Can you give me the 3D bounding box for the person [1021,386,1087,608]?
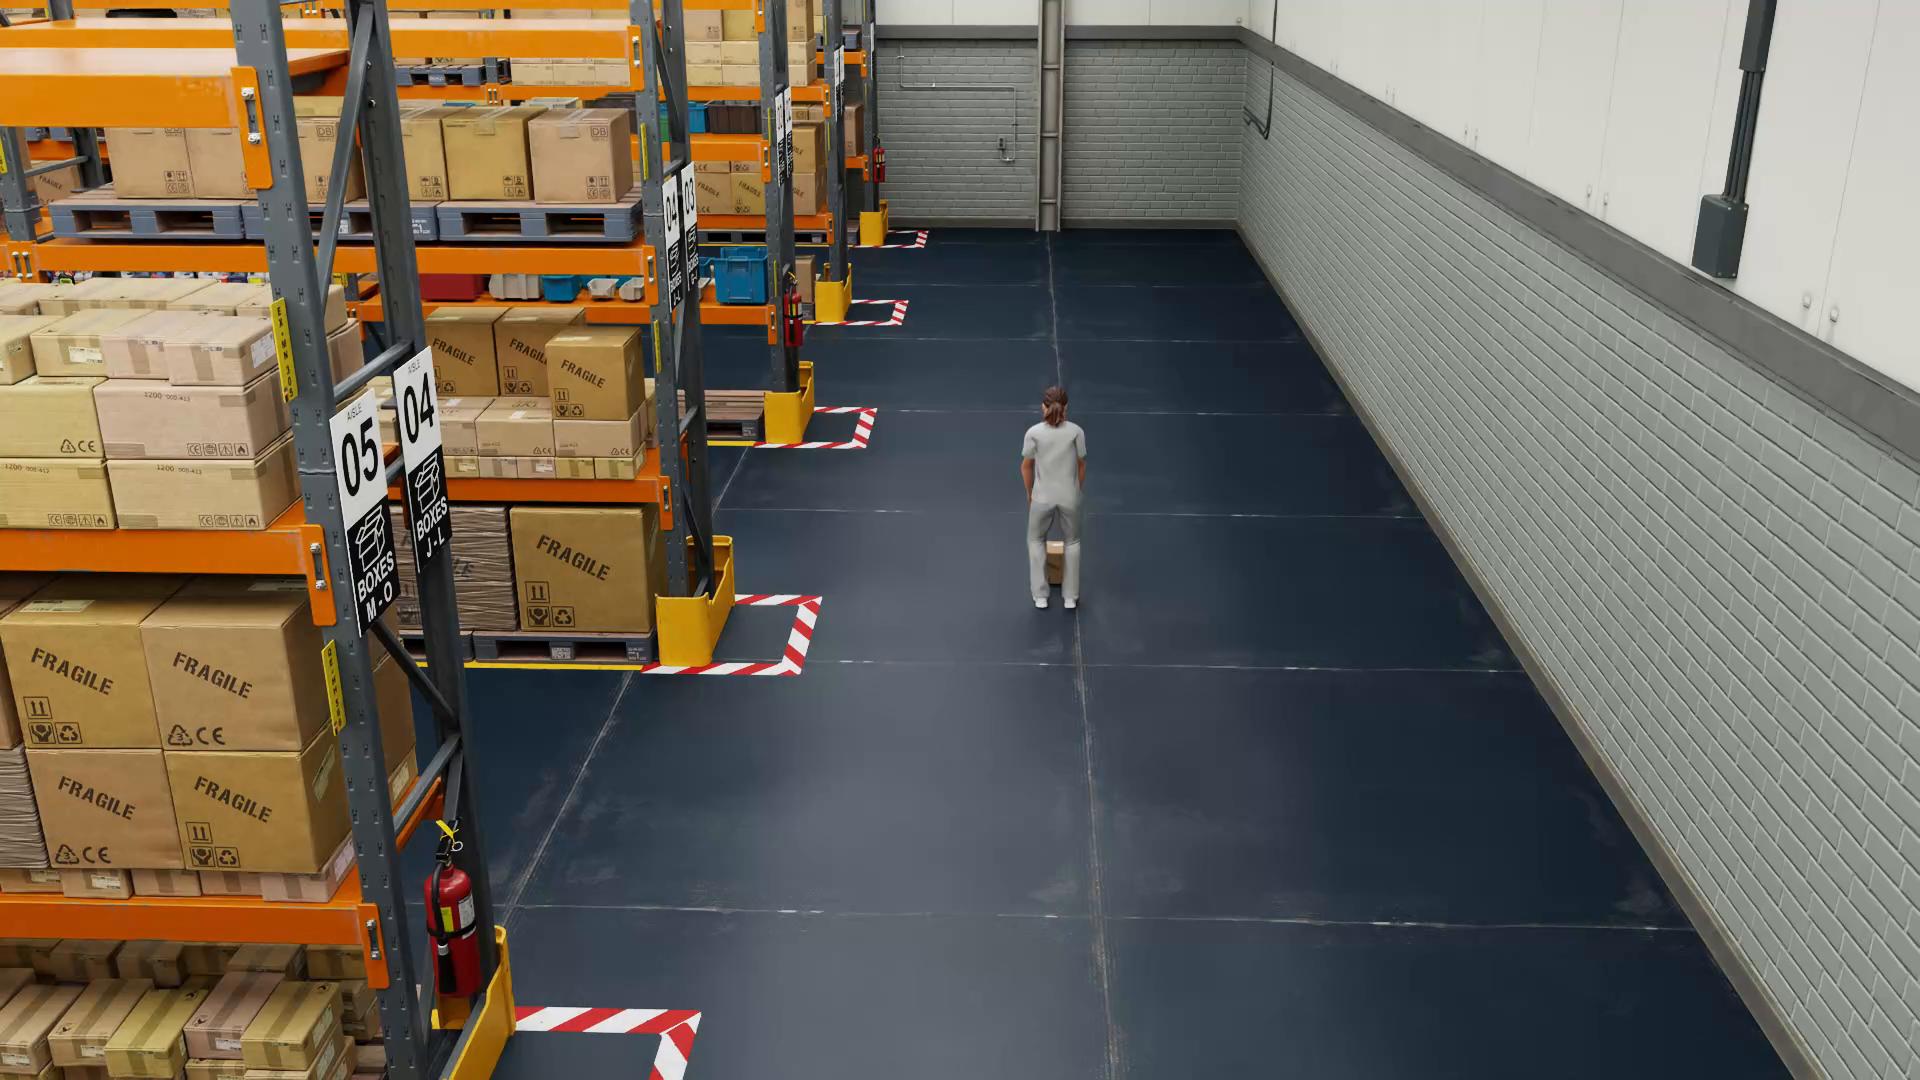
[{"bbox_3d":[0.670,-0.300,11.966,0.464,1.616,0.406,1,21,3],"label":"person"}]
